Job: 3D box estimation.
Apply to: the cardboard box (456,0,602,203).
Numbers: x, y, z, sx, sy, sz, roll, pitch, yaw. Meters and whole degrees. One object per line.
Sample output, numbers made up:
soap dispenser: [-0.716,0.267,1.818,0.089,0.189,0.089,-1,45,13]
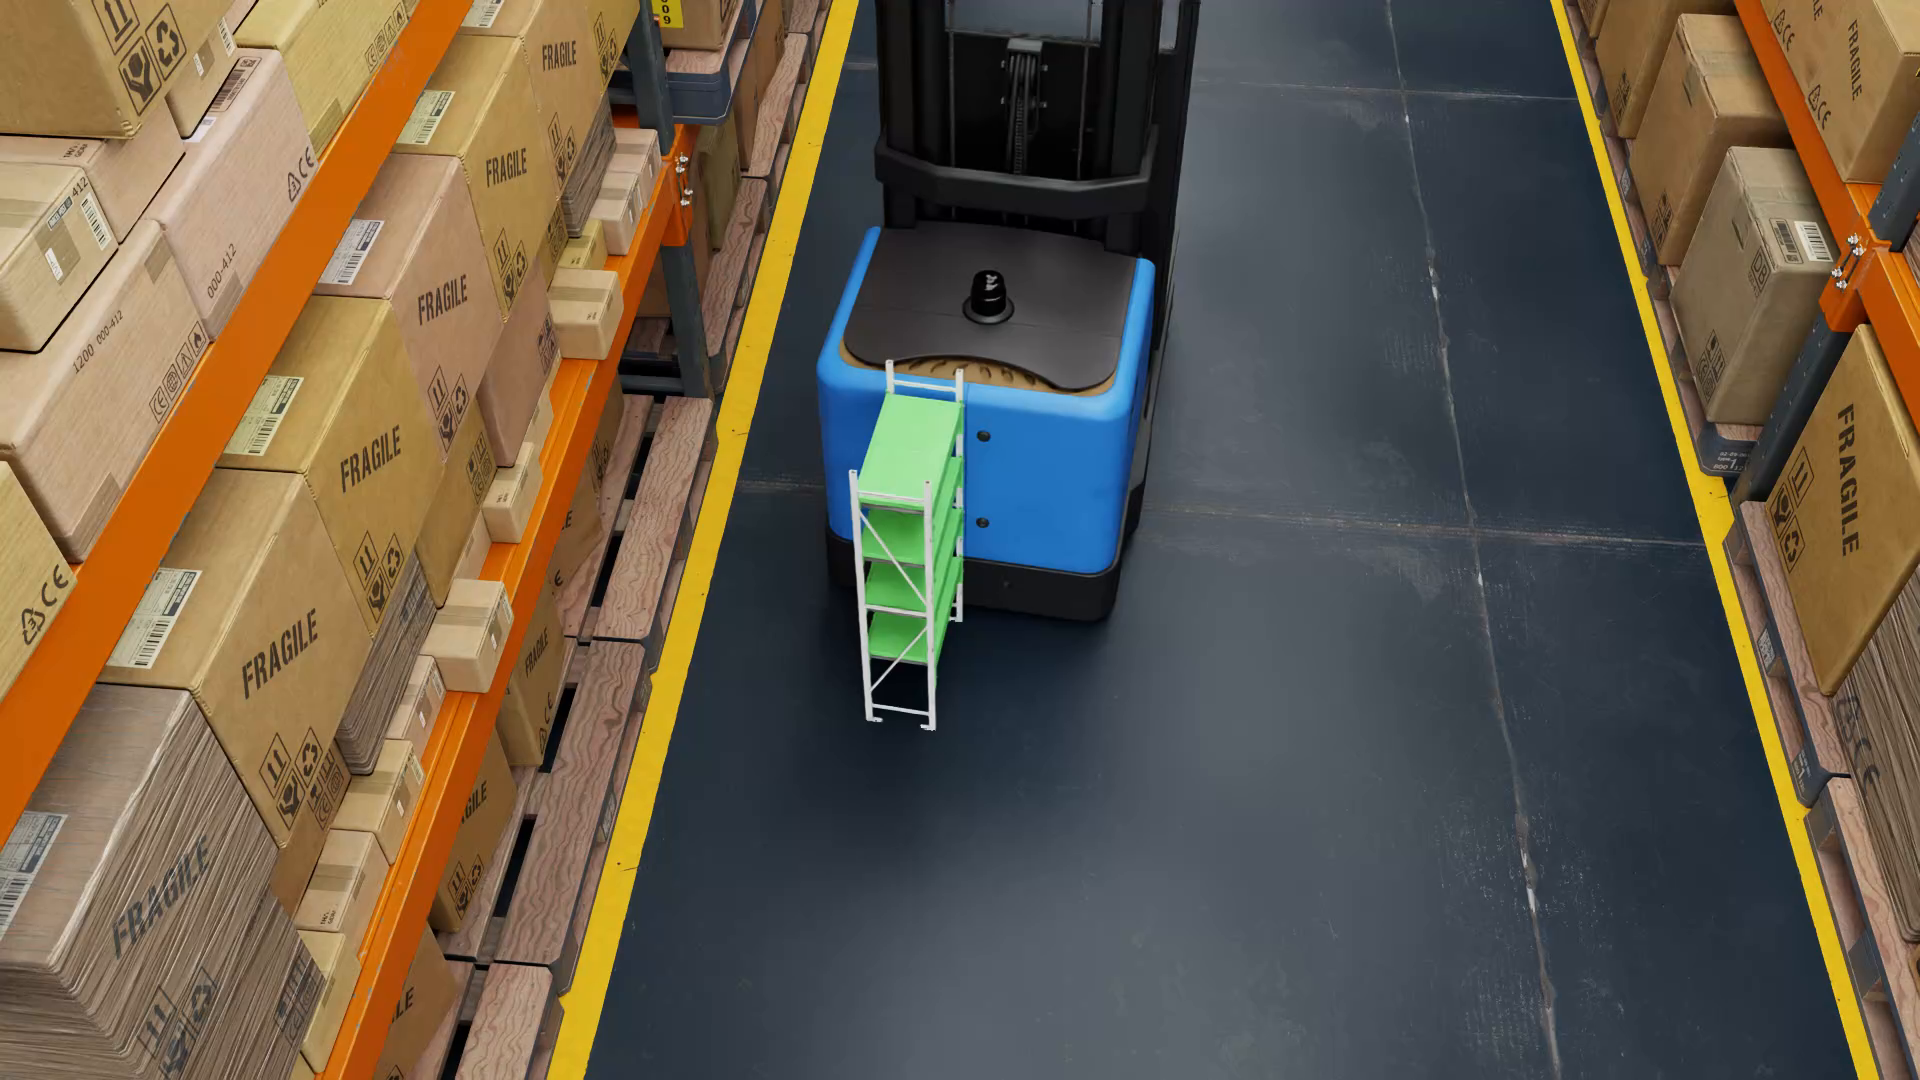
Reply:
cardboard box: [-1.293,-1.260,4.422,0.500,0.500,0.500,4,48,4]

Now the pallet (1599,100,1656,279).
pallet: [3.552,-1.627,7.595,1.003,0.211,1.213,4,48,4]

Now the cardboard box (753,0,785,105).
cardboard box: [-1.241,-2.430,7.835,0.700,0.500,0.500,7,48,7]

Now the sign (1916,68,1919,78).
sign: [2.907,-1.490,4.849,0.100,0.325,0.005,4,48,4]

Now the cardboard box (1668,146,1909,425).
cardboard box: [3.415,-0.942,6.318,1.050,0.750,0.750,4,48,3]

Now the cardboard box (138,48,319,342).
cardboard box: [-1.455,-0.607,2.841,0.500,0.250,0.500,4,48,3]

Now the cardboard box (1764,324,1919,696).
cardboard box: [3.321,-0.064,5.431,0.875,0.875,0.875,5,48,4]

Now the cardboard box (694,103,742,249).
cardboard box: [-1.343,-1.609,7.084,0.700,0.500,0.500,4,48,3]

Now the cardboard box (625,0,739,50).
cardboard box: [-1.270,-2.423,5.743,1.000,1.000,1.000,4,48,4]

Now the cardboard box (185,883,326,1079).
cardboard box: [-1.769,0.898,3.126,0.875,0.500,0.500,4,48,4]

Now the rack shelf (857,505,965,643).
rack shelf: [-0.155,0.090,5.441,0.258,0.148,0.480,8,48,7]

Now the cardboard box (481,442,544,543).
cardboard box: [-1.360,-0.141,4.516,0.380,0.149,0.250,4,48,4]

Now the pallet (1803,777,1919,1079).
pallet: [3.192,1.297,4.921,1.003,0.211,1.213,4,48,4]

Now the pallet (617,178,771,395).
pallet: [-1.413,-1.136,7.146,1.003,0.211,1.213,4,48,4]

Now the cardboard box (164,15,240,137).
cardboard box: [-1.439,-0.802,2.749,0.380,0.149,0.250,2,48,2]

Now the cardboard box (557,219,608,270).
cardboard box: [-1.324,-0.880,5.192,0.380,0.149,0.250,4,48,4]

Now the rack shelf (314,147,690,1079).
rack shelf: [-1.664,0.208,4.515,1.077,0.370,4.000,4,48,4]

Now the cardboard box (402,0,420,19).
cardboard box: [-1.363,-1.356,3.526,0.500,0.250,0.500,4,48,3]

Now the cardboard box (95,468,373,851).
cardboard box: [-1.473,0.210,3.078,0.500,0.500,0.500,4,48,4]

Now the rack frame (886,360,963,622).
rack frame: [-0.109,-0.130,5.556,0.240,1.200,0.015,8,48,7]

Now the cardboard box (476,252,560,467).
cardboard box: [-1.611,-0.573,4.472,0.875,0.500,0.500,4,48,4]

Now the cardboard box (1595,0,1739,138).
cardboard box: [3.591,-2.335,7.593,1.050,0.750,0.750,5,48,4]

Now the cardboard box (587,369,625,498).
cardboard box: [-1.558,-0.512,6.095,0.500,0.500,0.500,3,48,2]

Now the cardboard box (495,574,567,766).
cardboard box: [-1.581,0.371,5.287,0.500,0.500,0.500,0,48,0]

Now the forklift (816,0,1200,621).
forklift: [0.303,-1.810,5.919,1.130,2.935,3.031,8,48,7]

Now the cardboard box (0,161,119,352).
cardboard box: [-1.475,-0.422,2.402,0.380,0.149,0.250,6,48,5]

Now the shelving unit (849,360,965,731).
shelving unit: [-0.155,0.047,5.394,0.258,1.200,0.503,8,48,7]

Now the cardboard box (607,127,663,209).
cardboard box: [-1.209,-1.242,5.524,0.380,0.149,0.250,4,48,4]

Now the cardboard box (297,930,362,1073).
cardboard box: [-1.504,0.961,3.509,0.380,0.149,0.250,4,48,4]

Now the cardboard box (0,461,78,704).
cardboard box: [-1.545,0.136,2.162,0.500,0.250,0.500,5,48,5]

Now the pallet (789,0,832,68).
pallet: [-1.190,-2.929,8.786,1.003,0.211,1.213,4,48,4]

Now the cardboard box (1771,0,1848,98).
cardboard box: [3.275,-1.903,5.890,0.500,0.500,0.500,3,48,3]

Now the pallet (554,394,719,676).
pallet: [-1.508,-0.068,6.169,1.003,0.211,1.213,4,48,4]

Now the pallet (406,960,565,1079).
pallet: [-1.731,1.725,4.529,1.003,0.211,1.213,4,48,4]

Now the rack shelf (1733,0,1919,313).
rack shelf: [3.630,-2.324,6.830,1.077,0.370,4.000,4,48,4]

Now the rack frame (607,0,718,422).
rack frame: [-1.482,-1.505,5.594,1.000,3.000,0.127,4,48,4]

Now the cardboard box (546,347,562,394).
cardboard box: [-1.390,-0.513,4.857,0.380,0.149,0.250,4,48,4]

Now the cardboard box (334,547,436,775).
cardboard box: [-1.755,0.158,3.803,0.875,0.500,0.500,4,48,4]

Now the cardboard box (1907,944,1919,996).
cardboard box: [3.158,1.268,4.213,0.875,0.875,0.875,3,48,3]

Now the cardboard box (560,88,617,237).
cardboard box: [-1.585,-1.312,5.148,0.875,0.500,0.500,4,48,4]

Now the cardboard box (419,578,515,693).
cardboard box: [-1.350,0.230,4.177,0.380,0.149,0.250,4,48,4]

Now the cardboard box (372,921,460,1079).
cardboard box: [-1.753,1.237,4.495,0.500,0.500,0.500,15,49,14]

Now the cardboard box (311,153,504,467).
cardboard box: [-1.389,-0.525,3.751,0.500,0.500,0.500,4,48,4]

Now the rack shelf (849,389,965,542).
rack shelf: [-0.155,-0.234,5.087,0.258,0.148,0.480,8,48,7]

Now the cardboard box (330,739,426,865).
cardboard box: [-1.472,0.592,3.846,0.380,0.149,0.250,4,48,4]
